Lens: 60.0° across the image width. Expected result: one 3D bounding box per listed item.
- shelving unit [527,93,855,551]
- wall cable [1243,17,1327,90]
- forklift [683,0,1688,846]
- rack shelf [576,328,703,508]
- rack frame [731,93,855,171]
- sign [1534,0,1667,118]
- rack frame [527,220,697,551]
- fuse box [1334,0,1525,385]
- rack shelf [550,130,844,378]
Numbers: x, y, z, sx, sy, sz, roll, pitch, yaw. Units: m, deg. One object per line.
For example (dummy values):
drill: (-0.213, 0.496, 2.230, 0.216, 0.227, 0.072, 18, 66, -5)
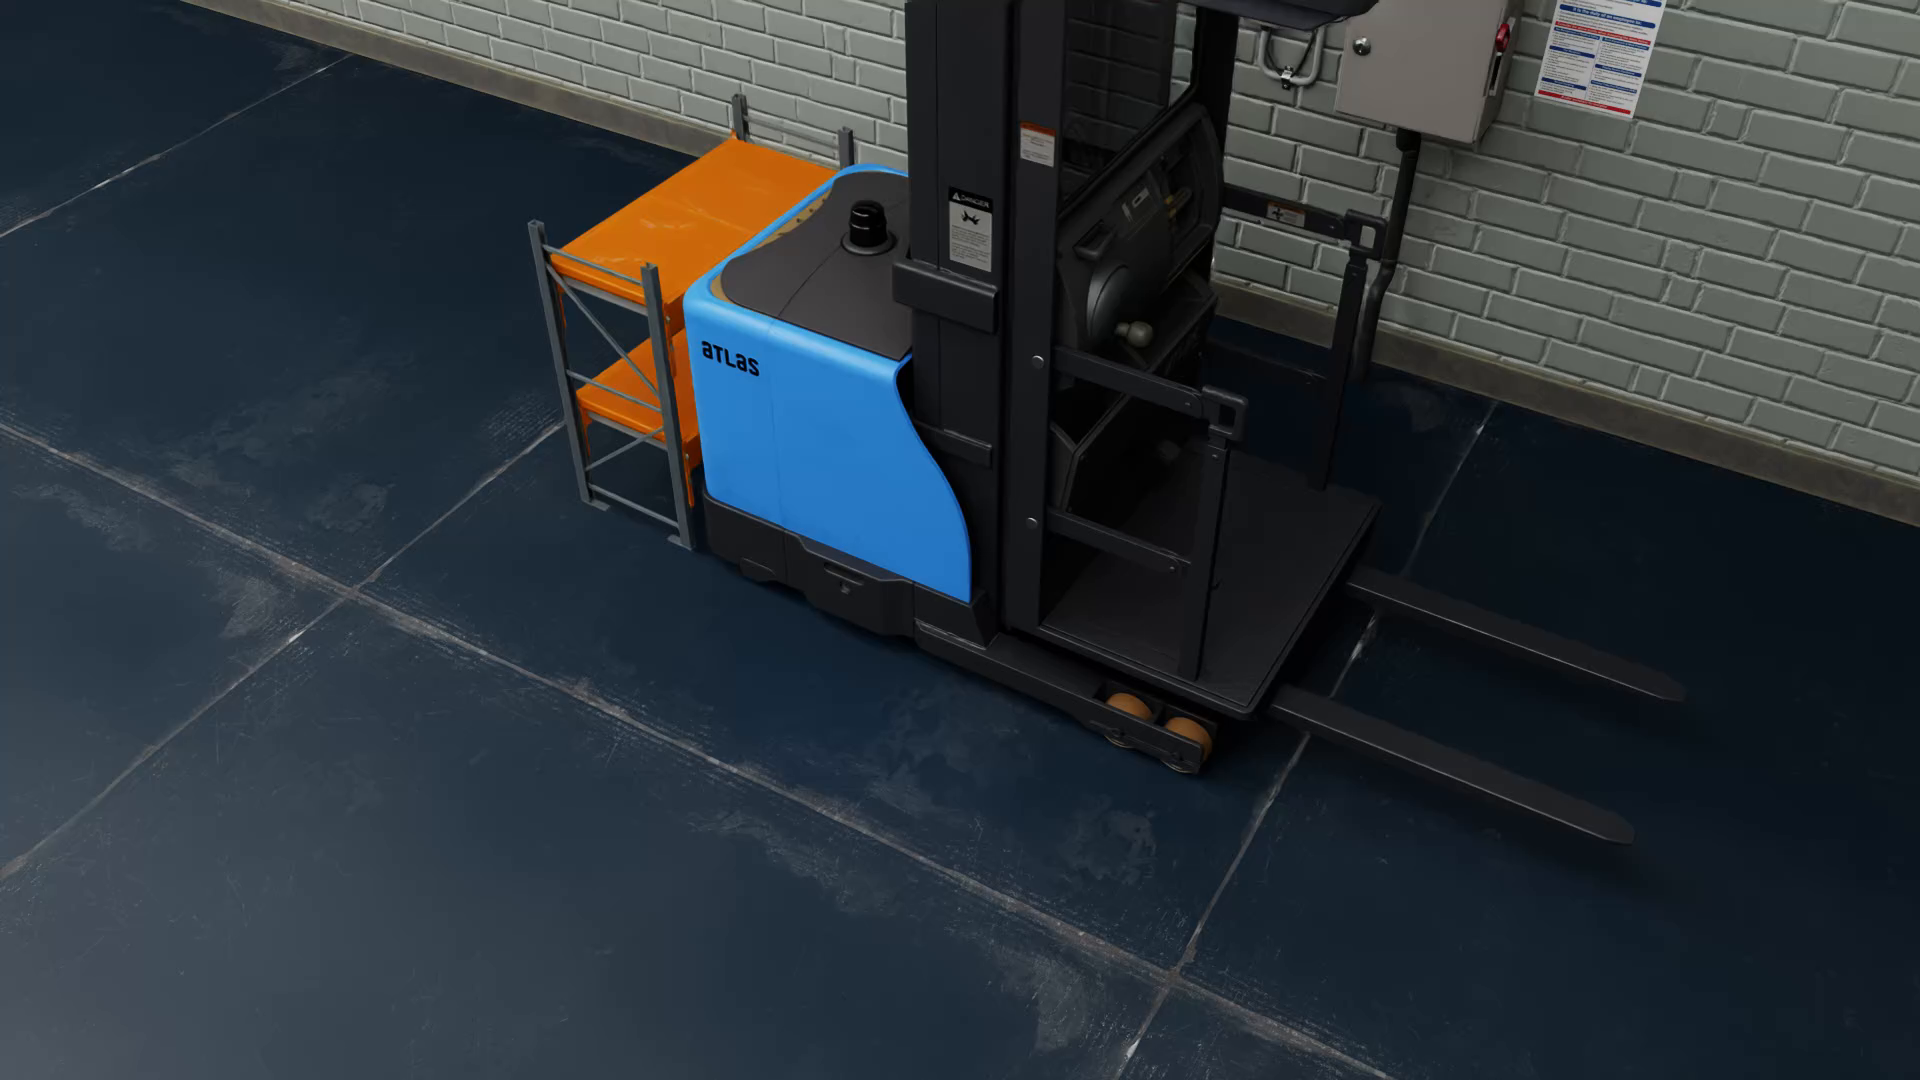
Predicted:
shelving unit: (-0.853, -0.764, 5.767, 0.538, 1.125, 1.048, 23, 46, 24)
wall cable: (1.044, -2.414, 5.453, 0.588, 1.984, 0.122, 21, 45, 22)
forklift: (0.678, -0.811, 4.453, 3.031, 2.935, 1.130, 21, 46, 23)
rack shelf: (-0.853, -0.581, 5.928, 0.538, 0.278, 1.000, 23, 46, 24)
rack frame: (-0.581, -1.048, 6.089, 0.500, 1.125, 0.032, 23, 46, 24)
sign: (2.087, -1.637, 5.411, 0.329, 0.494, 0.001, 21, 45, 22)
rack frame: (-1.125, -0.481, 5.445, 0.500, 1.125, 0.032, 23, 46, 24)
fuse box: (1.555, -1.234, 5.856, 0.539, 1.711, 0.414, 21, 45, 22)
rack shelf: (-0.853, -0.984, 5.573, 0.538, 0.278, 1.000, 23, 46, 24)
